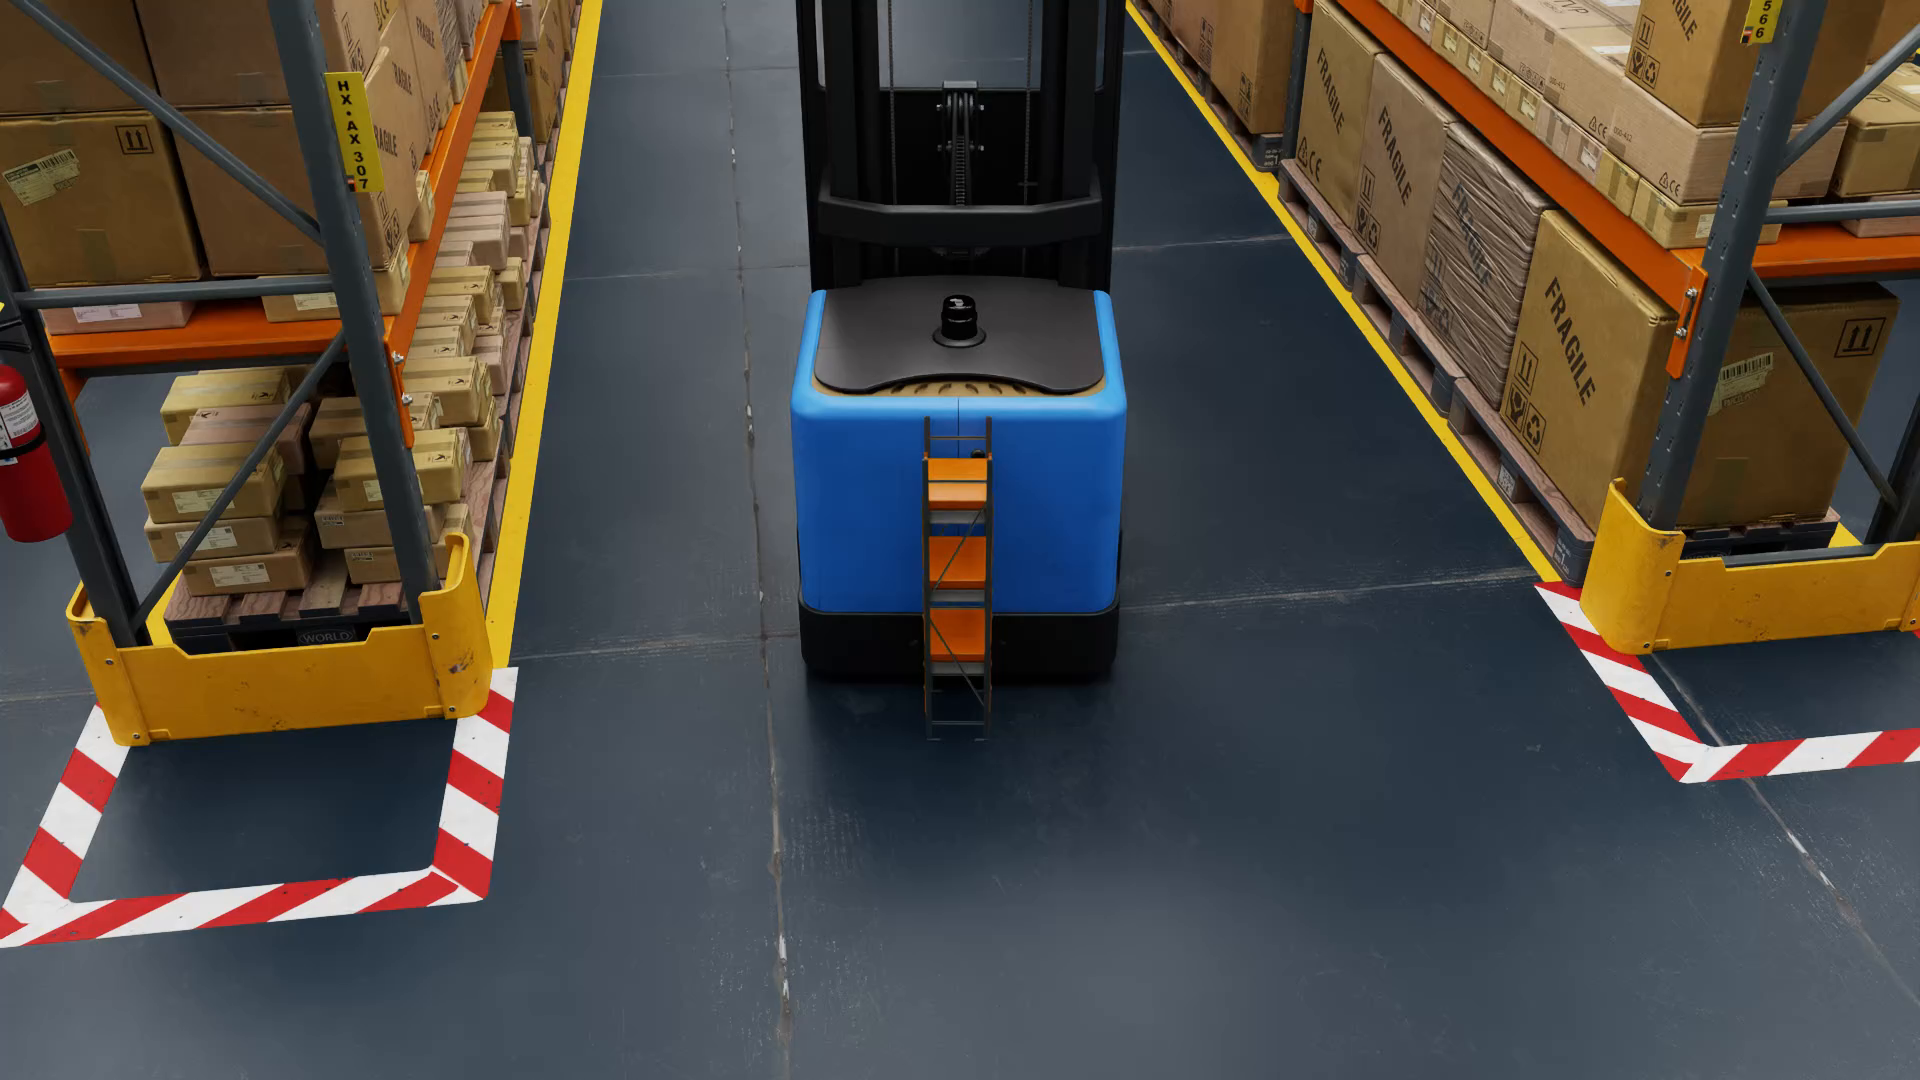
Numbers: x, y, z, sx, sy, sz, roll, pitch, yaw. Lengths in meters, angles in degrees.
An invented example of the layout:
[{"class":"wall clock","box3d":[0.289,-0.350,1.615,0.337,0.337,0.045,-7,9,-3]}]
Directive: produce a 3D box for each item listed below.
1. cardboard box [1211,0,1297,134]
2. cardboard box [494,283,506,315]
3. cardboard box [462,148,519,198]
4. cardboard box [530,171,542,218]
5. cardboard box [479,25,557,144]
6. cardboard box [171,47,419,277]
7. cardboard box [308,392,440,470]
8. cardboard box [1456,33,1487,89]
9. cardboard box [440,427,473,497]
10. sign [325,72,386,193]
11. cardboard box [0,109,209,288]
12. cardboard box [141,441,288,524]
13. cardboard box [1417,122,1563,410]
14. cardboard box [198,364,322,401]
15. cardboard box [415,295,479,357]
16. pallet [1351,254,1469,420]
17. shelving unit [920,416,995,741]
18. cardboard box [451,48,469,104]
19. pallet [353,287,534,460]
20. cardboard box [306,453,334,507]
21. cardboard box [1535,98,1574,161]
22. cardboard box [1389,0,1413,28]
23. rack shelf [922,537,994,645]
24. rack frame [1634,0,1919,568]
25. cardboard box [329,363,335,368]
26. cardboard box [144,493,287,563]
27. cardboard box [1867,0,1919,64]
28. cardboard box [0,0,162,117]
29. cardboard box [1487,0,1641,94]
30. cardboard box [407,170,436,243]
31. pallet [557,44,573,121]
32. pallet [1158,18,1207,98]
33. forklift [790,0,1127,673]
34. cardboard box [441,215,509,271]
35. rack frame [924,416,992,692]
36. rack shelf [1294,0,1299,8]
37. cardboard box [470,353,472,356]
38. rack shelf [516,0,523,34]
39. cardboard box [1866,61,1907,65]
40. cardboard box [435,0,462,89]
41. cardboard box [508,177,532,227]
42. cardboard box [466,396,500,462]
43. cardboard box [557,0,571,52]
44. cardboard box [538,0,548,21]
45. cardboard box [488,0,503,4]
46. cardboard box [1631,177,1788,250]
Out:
[{"class":"cardboard box","box3d":[2.146,-2.878,9.324,1.225,0.875,0.875,-4,35,-6]},{"class":"cardboard box","box3d":[-2.178,-0.982,7.186,0.380,0.149,0.250,-4,34,-5]},{"class":"cardboard box","box3d":[-2.256,-1.693,7.700,0.380,0.149,0.250,-5,35,-7]},{"class":"cardboard box","box3d":[-2.286,-1.710,8.255,0.380,0.149,0.250,-4,34,-6]},{"class":"cardboard box","box3d":[-2.513,-2.481,9.074,0.500,0.500,0.500,-3,34,-5]},{"class":"cardboard box","box3d":[-1.925,-1.112,4.865,0.500,0.500,0.500,-3,34,-4]},{"class":"cardboard box","box3d":[-2.028,-0.380,5.774,0.380,0.149,0.250,-4,34,-6]},{"class":"cardboard box","box3d":[2.211,-1.918,6.624,0.380,0.149,0.250,-4,34,-5]},{"class":"cardboard box","box3d":[-1.935,-0.263,5.867,0.380,0.149,0.250,-5,35,-7]},{"class":"sign","box3d":[-1.601,-1.075,4.395,0.100,0.325,0.005,-4,35,-6]},{"class":"cardboard box","box3d":[-2.454,-1.071,4.806,0.500,0.500,0.500,-4,34,-5]},{"class":"cardboard box","box3d":[-2.460,-0.193,5.501,0.380,0.149,0.250,-4,34,-6]},{"class":"cardboard box","box3d":[2.503,-1.150,6.787,0.875,0.875,0.875,-4,35,-6]},{"class":"cardboard box","box3d":[-2.570,-0.622,6.130,0.380,0.149,0.250,-6,35,-8]},{"class":"cardboard box","box3d":[-2.079,-0.818,6.417,0.380,0.149,0.250,-3,34,-5]},{"class":"pallet","box3d":[2.444,-0.962,7.475,1.003,0.211,1.213,-4,35,-6]},{"class":"shelving unit","box3d":[-0.006,0.138,5.116,0.215,1.050,0.252,0,34,0]},{"class":"cardboard box","box3d":[-2.124,-1.796,6.444,0.380,0.149,0.250,-4,34,-5]},{"class":"pallet","box3d":[-2.383,-0.701,7.092,1.003,0.211,1.213,-4,35,-6]},{"class":"cardboard box","box3d":[-2.501,-0.239,6.096,0.380,0.149,0.250,-5,35,-7]},{"class":"cardboard box","box3d":[2.314,-1.490,5.996,0.380,0.149,0.250,-4,34,-6]},{"class":"cardboard box","box3d":[2.106,-2.350,7.258,0.380,0.149,0.250,-5,35,-7]},{"class":"rack shelf","box3d":[-0.006,0.146,5.122,0.215,0.259,0.240,0,34,0]},{"class":"rack frame","box3d":[2.790,-0.995,5.047,1.000,3.000,0.127,-4,35,-6]},{"class":"cardboard box","box3d":[-2.646,-0.645,6.427,0.380,0.149,0.250,-4,34,-6]},{"class":"cardboard box","box3d":[-2.492,-0.067,5.579,0.380,0.149,0.250,-5,35,-8]},{"class":"cardboard box","box3d":[2.926,-1.933,5.626,0.500,0.500,0.500,-5,35,-8]},{"class":"cardboard box","box3d":[-2.446,-1.490,4.532,0.500,0.500,0.500,-5,35,-7]},{"class":"cardboard box","box3d":[2.326,-1.874,6.205,0.500,0.250,0.500,-5,35,-8]},{"class":"cardboard box","box3d":[-1.915,-1.071,5.381,0.380,0.149,0.250,-5,35,-8]},{"class":"pallet","box3d":[-2.950,-2.872,10.277,1.003,0.211,1.213,-4,35,-6]},{"class":"pallet","box3d":[1.907,-3.182,10.732,1.003,0.211,1.213,-4,35,-6]},{"class":"forklift","box3d":[0.003,-1.566,5.945,1.130,2.935,3.031,0,34,0]},{"class":"cardboard box","box3d":[-2.122,-1.248,7.048,0.380,0.149,0.250,-6,35,-8]},{"class":"rack frame","box3d":[-0.006,0.069,5.217,0.200,1.050,0.008,0,34,0]},{"class":"rack shelf","box3d":[1.983,-4.046,10.162,1.077,0.370,4.000,-4,35,-6]},{"class":"cardboard box","box3d":[-2.113,-0.685,6.487,0.380,0.149,0.250,-6,35,-9]},{"class":"rack shelf","box3d":[-2.945,-3.727,9.694,1.077,0.370,4.000,-4,35,-6]},{"class":"cardboard box","box3d":[2.917,-1.634,5.853,0.500,0.250,0.500,-5,35,-7]},{"class":"cardboard box","box3d":[-2.150,-1.967,6.119,0.500,0.500,0.500,-5,35,-8]},{"class":"cardboard box","box3d":[-2.217,-1.576,7.794,0.380,0.149,0.250,-6,35,-8]},{"class":"cardboard box","box3d":[-1.974,-0.417,6.357,0.380,0.149,0.250,-4,34,-6]},{"class":"cardboard box","box3d":[-2.713,-3.349,10.348,0.500,0.500,0.500,-6,35,-9]},{"class":"cardboard box","box3d":[-2.588,-3.088,9.298,0.500,0.250,0.500,-3,34,-5]},{"class":"cardboard box","box3d":[-2.263,-2.527,7.518,0.380,0.149,0.250,-5,35,-8]},{"class":"cardboard box","box3d":[2.416,-1.065,5.372,0.380,0.149,0.250,-4,34,-5]}]
